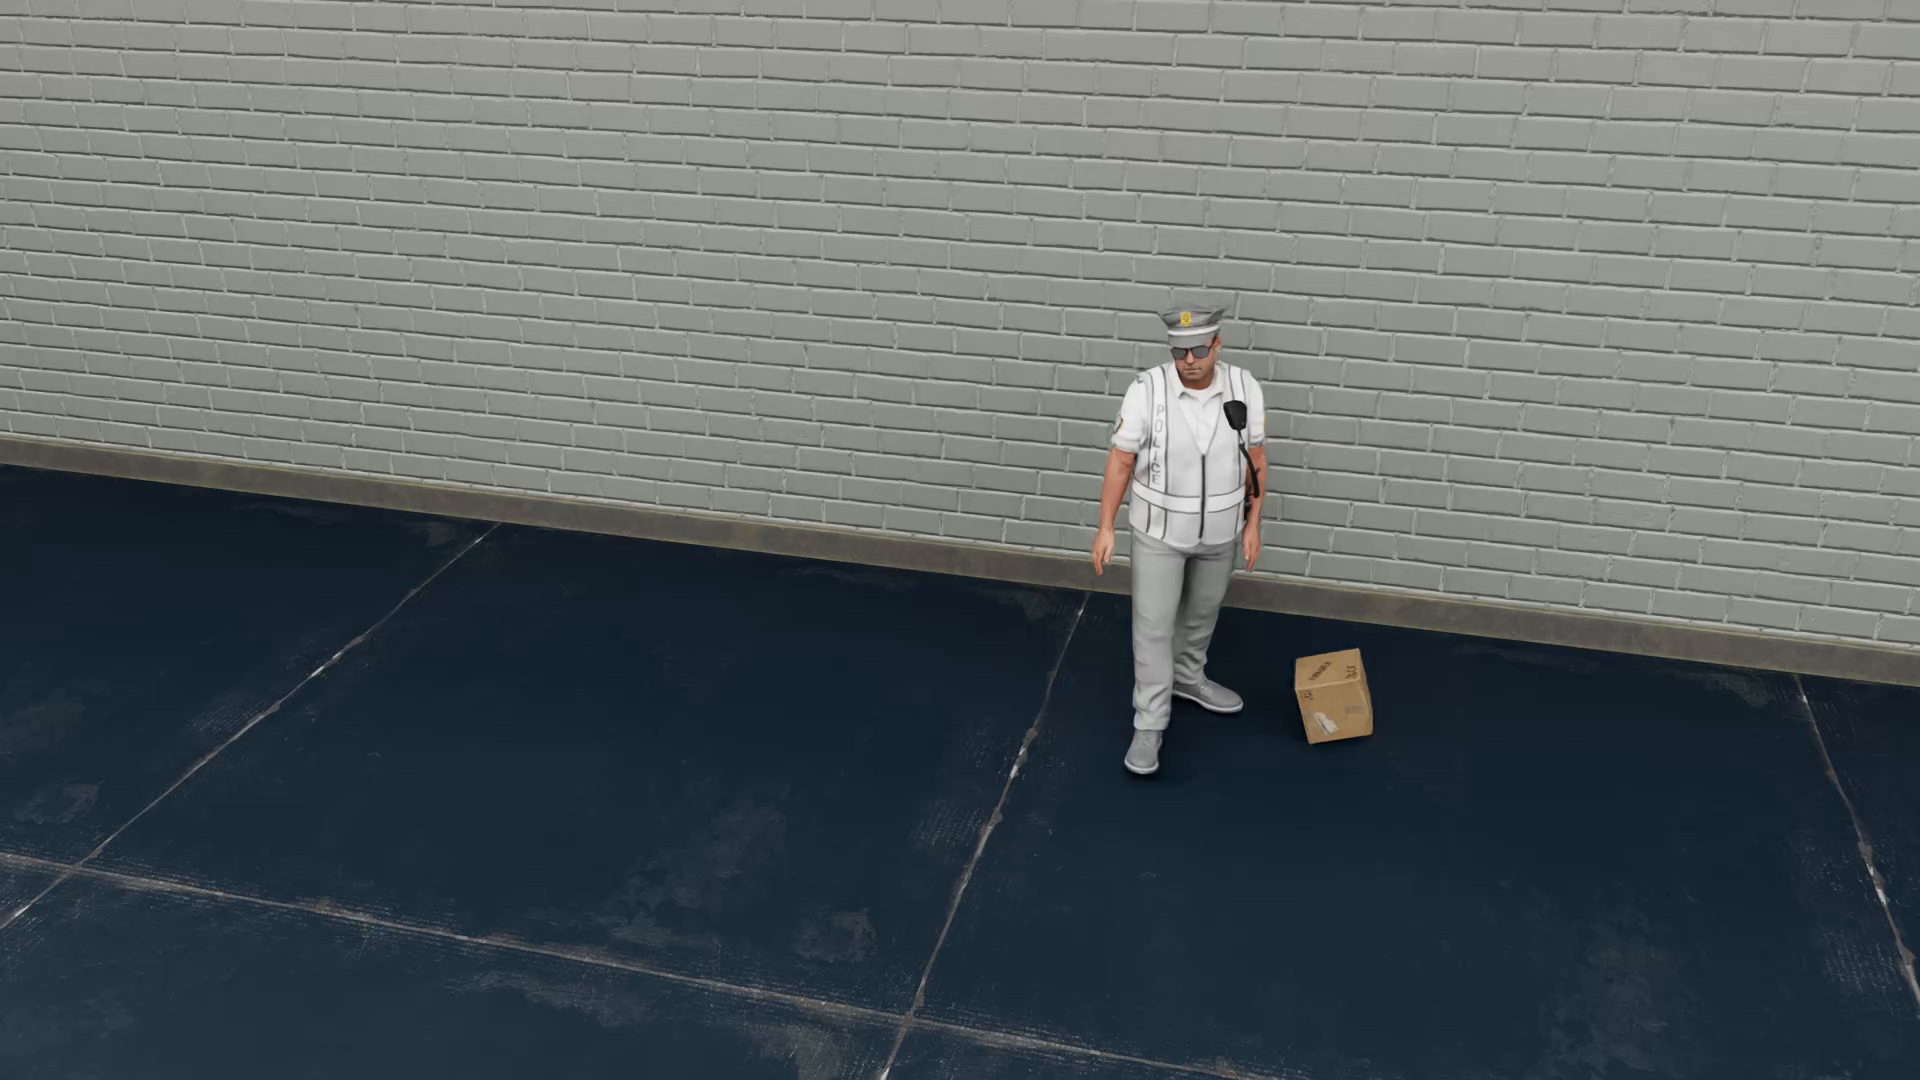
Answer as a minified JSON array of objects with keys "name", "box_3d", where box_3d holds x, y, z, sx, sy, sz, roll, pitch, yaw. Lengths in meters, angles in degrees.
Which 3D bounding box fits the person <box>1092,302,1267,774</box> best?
[{"name":"person","box_3d":[0.826,-0.036,6.150,0.658,1.745,0.642,-4,26,-9]}]
